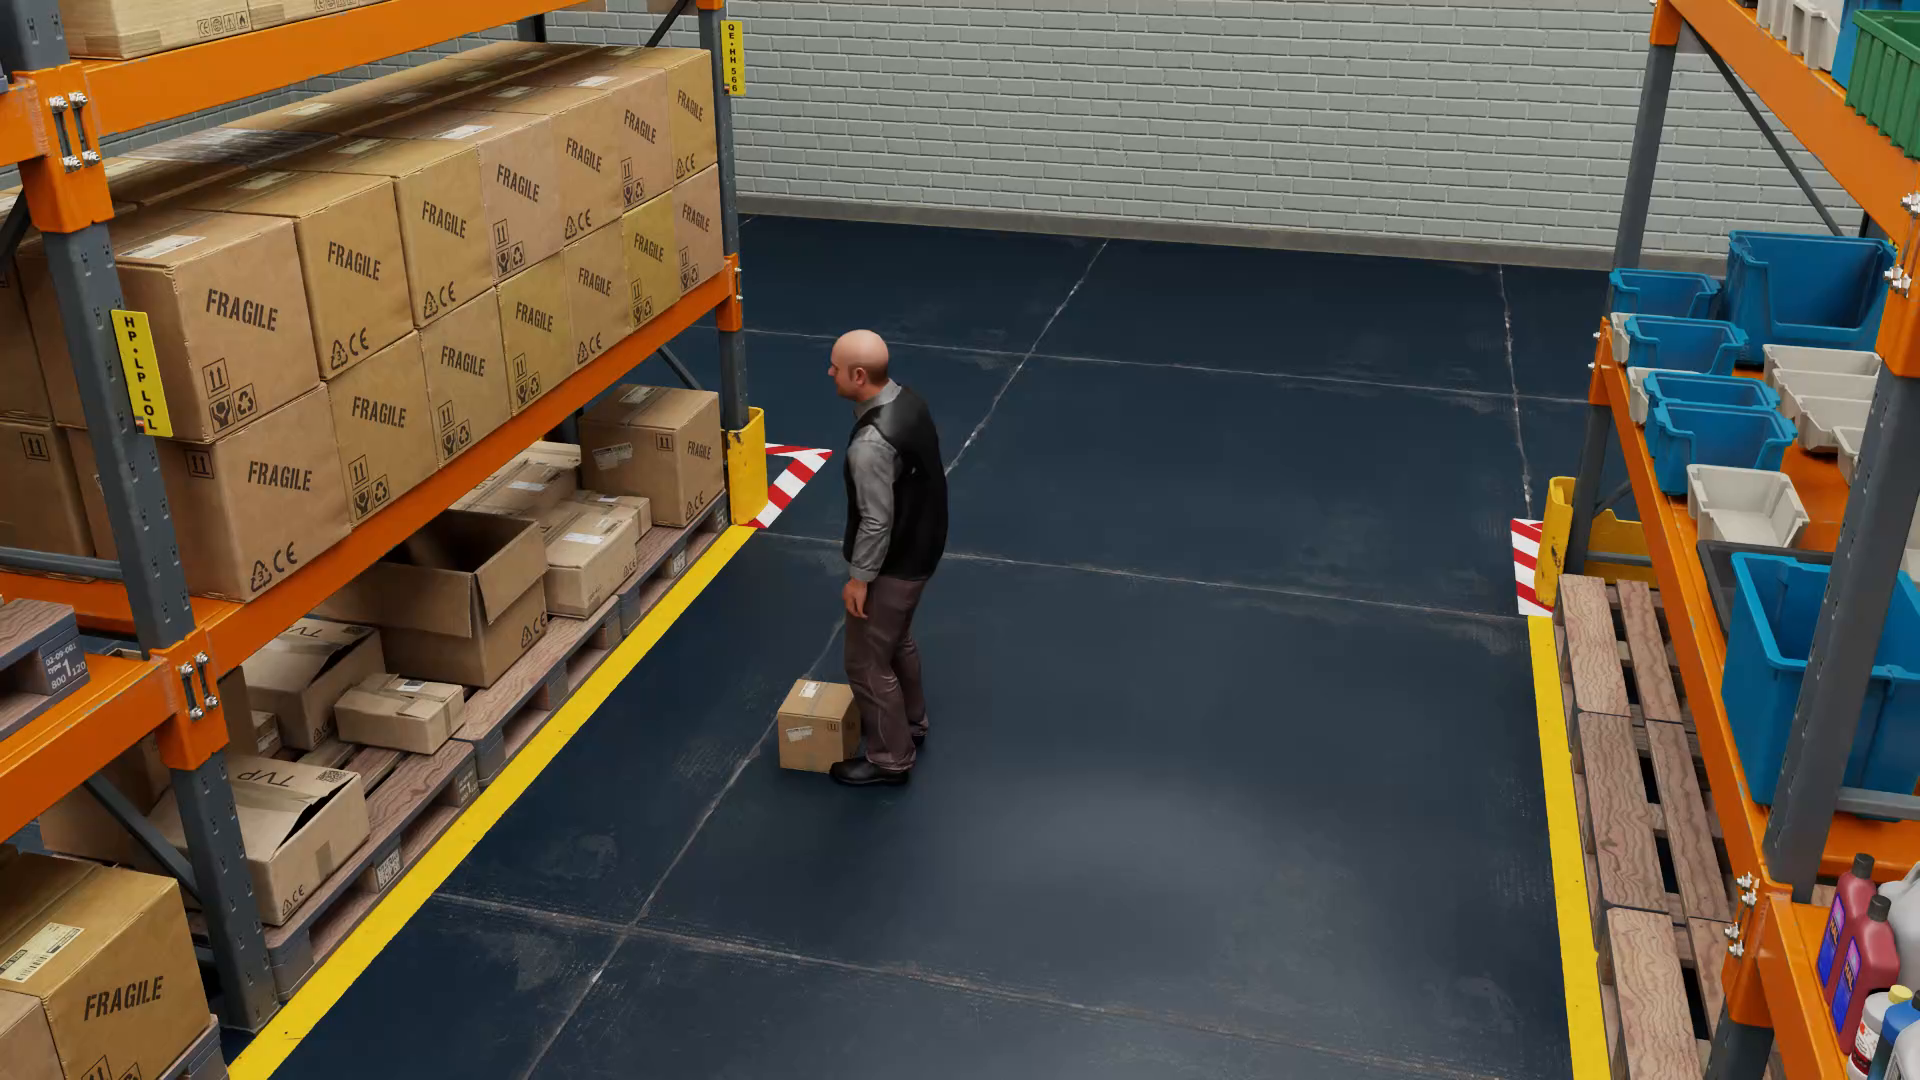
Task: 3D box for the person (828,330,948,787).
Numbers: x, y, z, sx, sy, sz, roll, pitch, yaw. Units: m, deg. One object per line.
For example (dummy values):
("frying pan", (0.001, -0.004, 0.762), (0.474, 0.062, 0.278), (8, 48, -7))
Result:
("person", (-0.255, 0.071, 5.987), (0.417, 1.720, 0.580), (5, 26, 11))
